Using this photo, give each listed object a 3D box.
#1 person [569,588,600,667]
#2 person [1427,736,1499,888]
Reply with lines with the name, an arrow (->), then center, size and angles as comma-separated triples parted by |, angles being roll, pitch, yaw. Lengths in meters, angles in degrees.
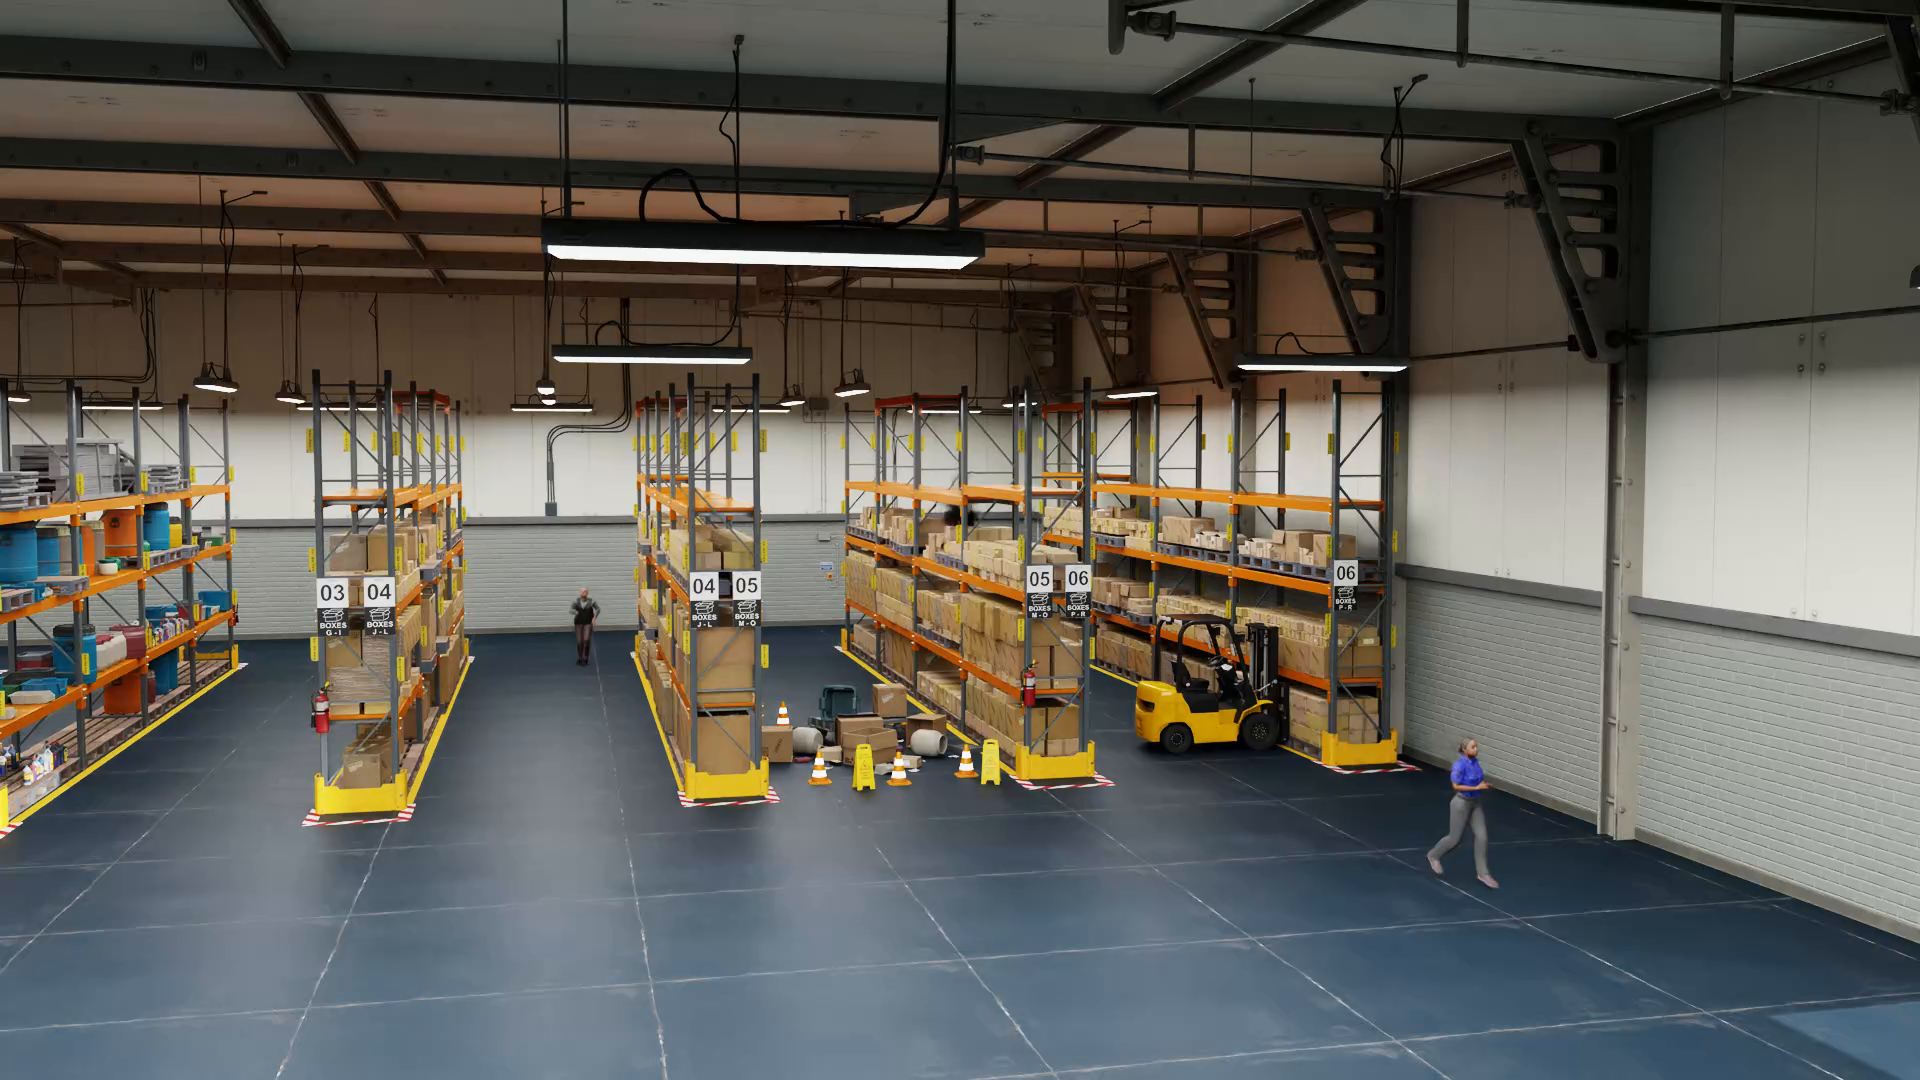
person -> -8.539, 1.965, 37.720 | 0.660, 1.776, 0.679 | 0, 3, 1
person -> 5.742, 3.058, 18.934 | 0.604, 1.663, 0.900 | -3, 4, -38
